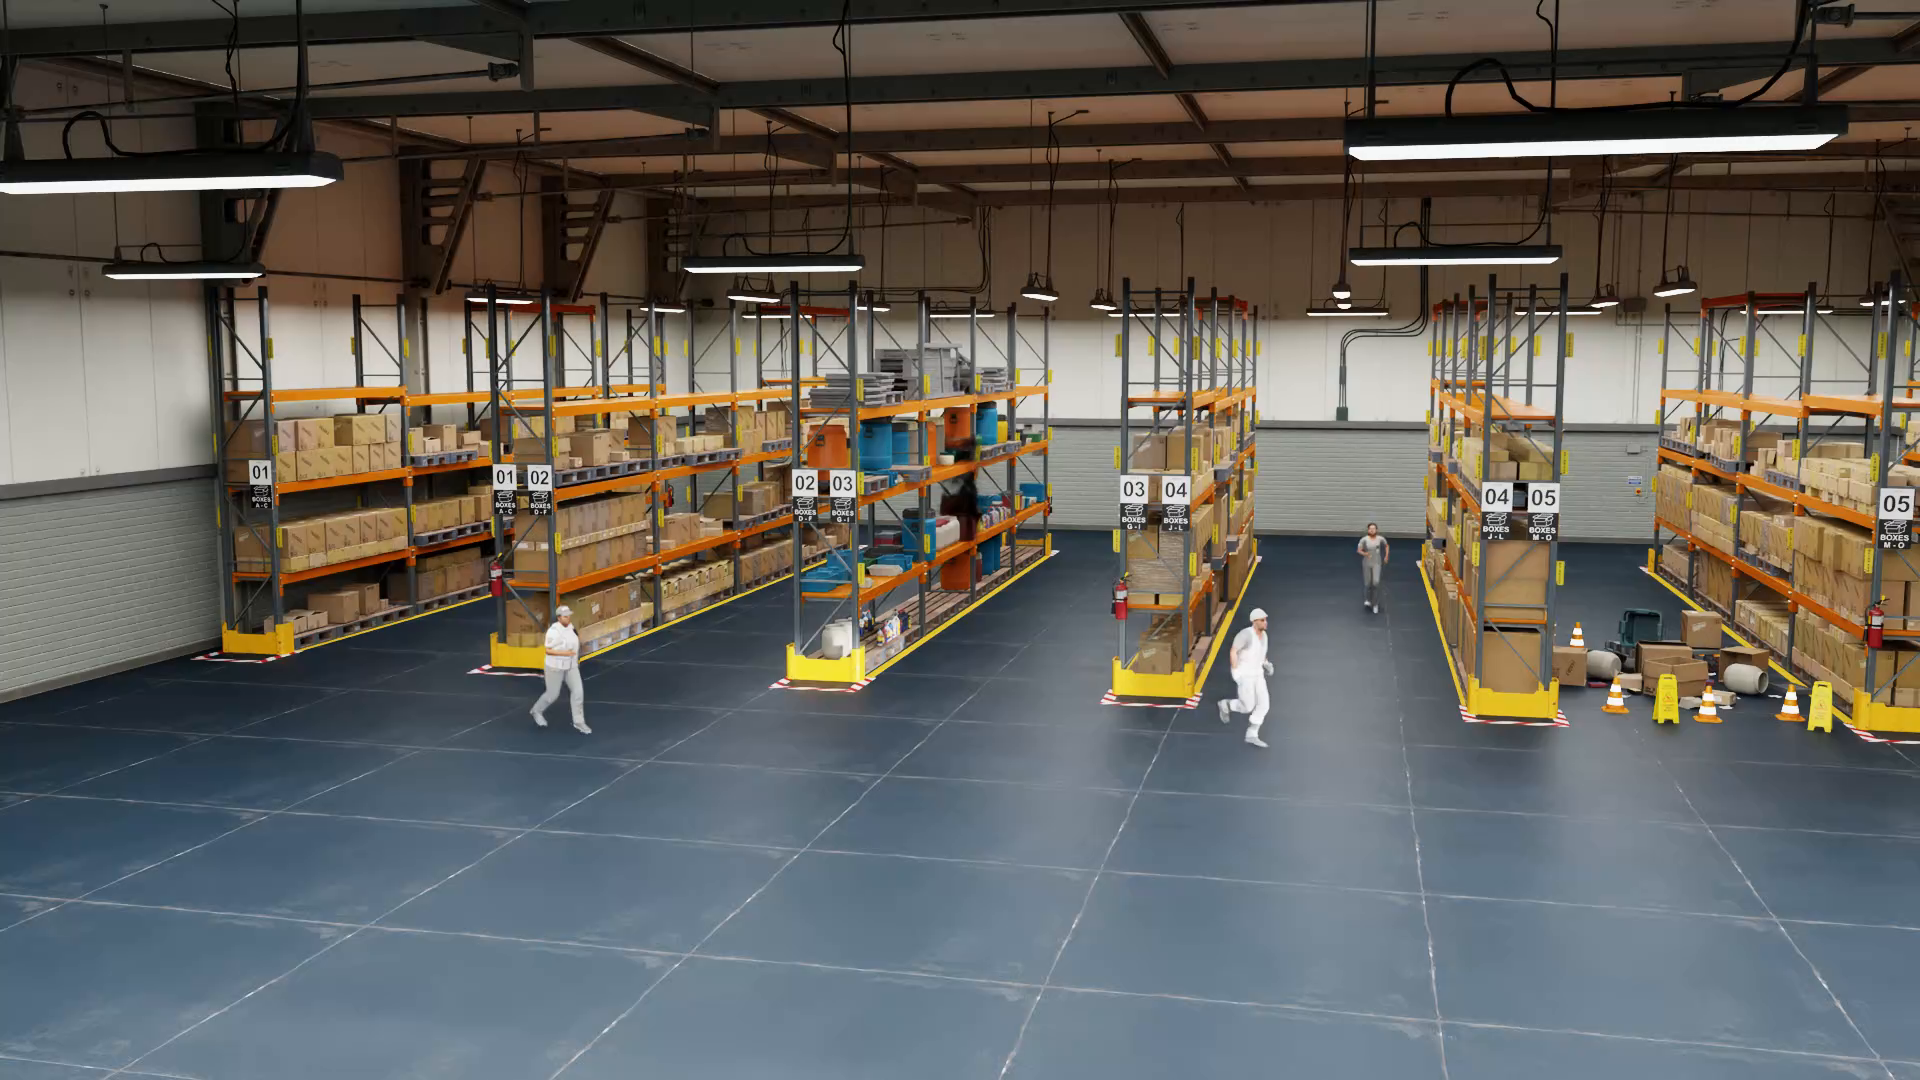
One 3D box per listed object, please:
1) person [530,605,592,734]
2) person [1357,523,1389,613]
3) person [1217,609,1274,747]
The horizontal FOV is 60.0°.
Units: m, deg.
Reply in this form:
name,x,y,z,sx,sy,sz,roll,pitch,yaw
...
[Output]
name,x,y,z,sx,sy,sz,roll,pitch,yaw
person,-5.246,1.677,21.786,0.925,1.671,0.577,4,8,32
person,7.906,0.529,31.869,0.584,1.743,0.747,2,7,14
person,3.652,1.723,21.223,0.658,1.743,0.753,-6,9,-40
